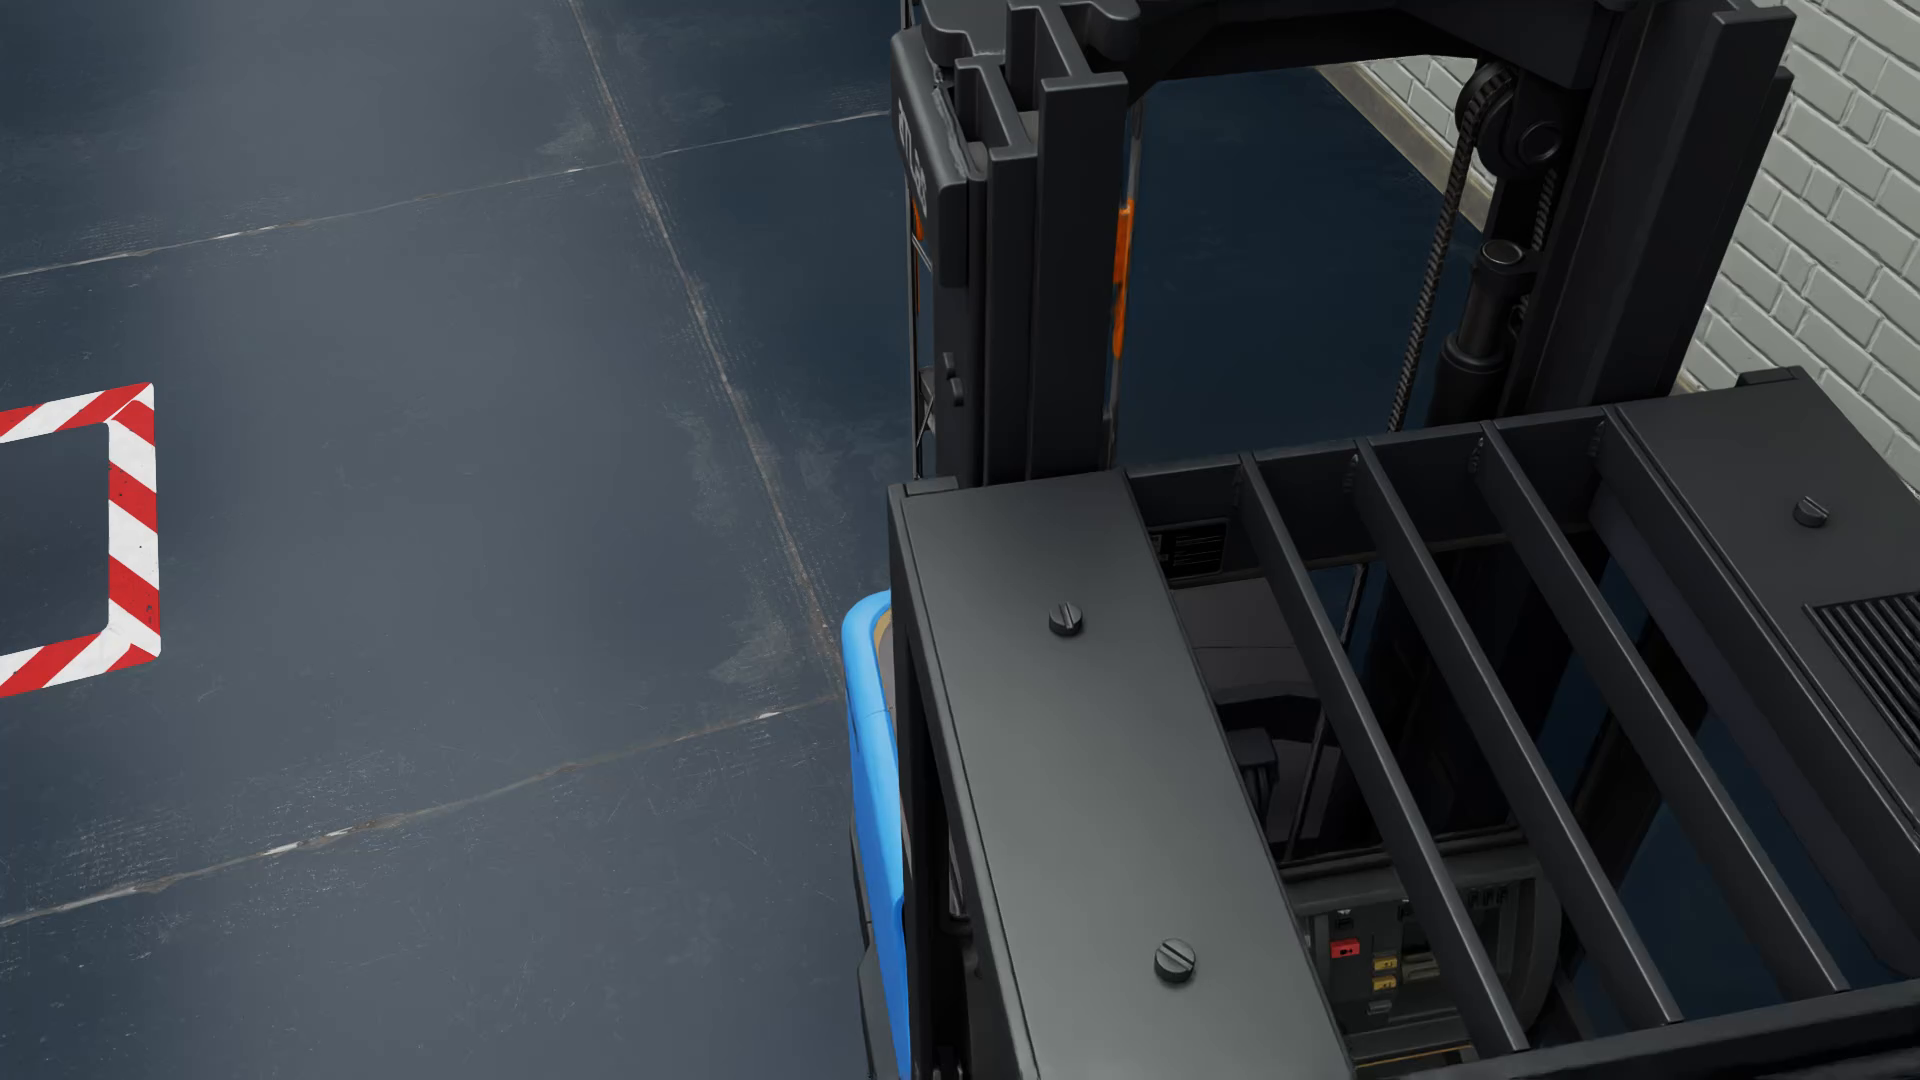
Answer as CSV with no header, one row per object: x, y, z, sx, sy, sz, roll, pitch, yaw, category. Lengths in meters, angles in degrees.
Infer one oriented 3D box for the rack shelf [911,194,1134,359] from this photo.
0.156,-0.771,4.556,0.480,0.518,0.431,-14,47,-14,rack shelf

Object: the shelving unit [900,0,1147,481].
0.156,-0.781,4.546,0.503,2.100,0.431,-14,47,-14,shelving unit

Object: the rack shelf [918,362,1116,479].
0.156,-0.277,5.051,0.480,0.518,0.431,-14,47,-14,rack shelf

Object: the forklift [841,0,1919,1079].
0.509,0.805,2.378,1.130,2.935,3.031,-8,46,-8,forklift

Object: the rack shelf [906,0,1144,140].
0.156,-1.266,4.060,0.480,0.518,0.431,-14,47,-14,rack shelf

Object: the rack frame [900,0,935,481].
-0.074,-0.722,4.487,0.015,2.100,0.400,-14,47,-14,rack frame

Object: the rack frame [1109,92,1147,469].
0.385,-0.840,4.604,0.015,2.100,0.400,-14,47,-14,rack frame
